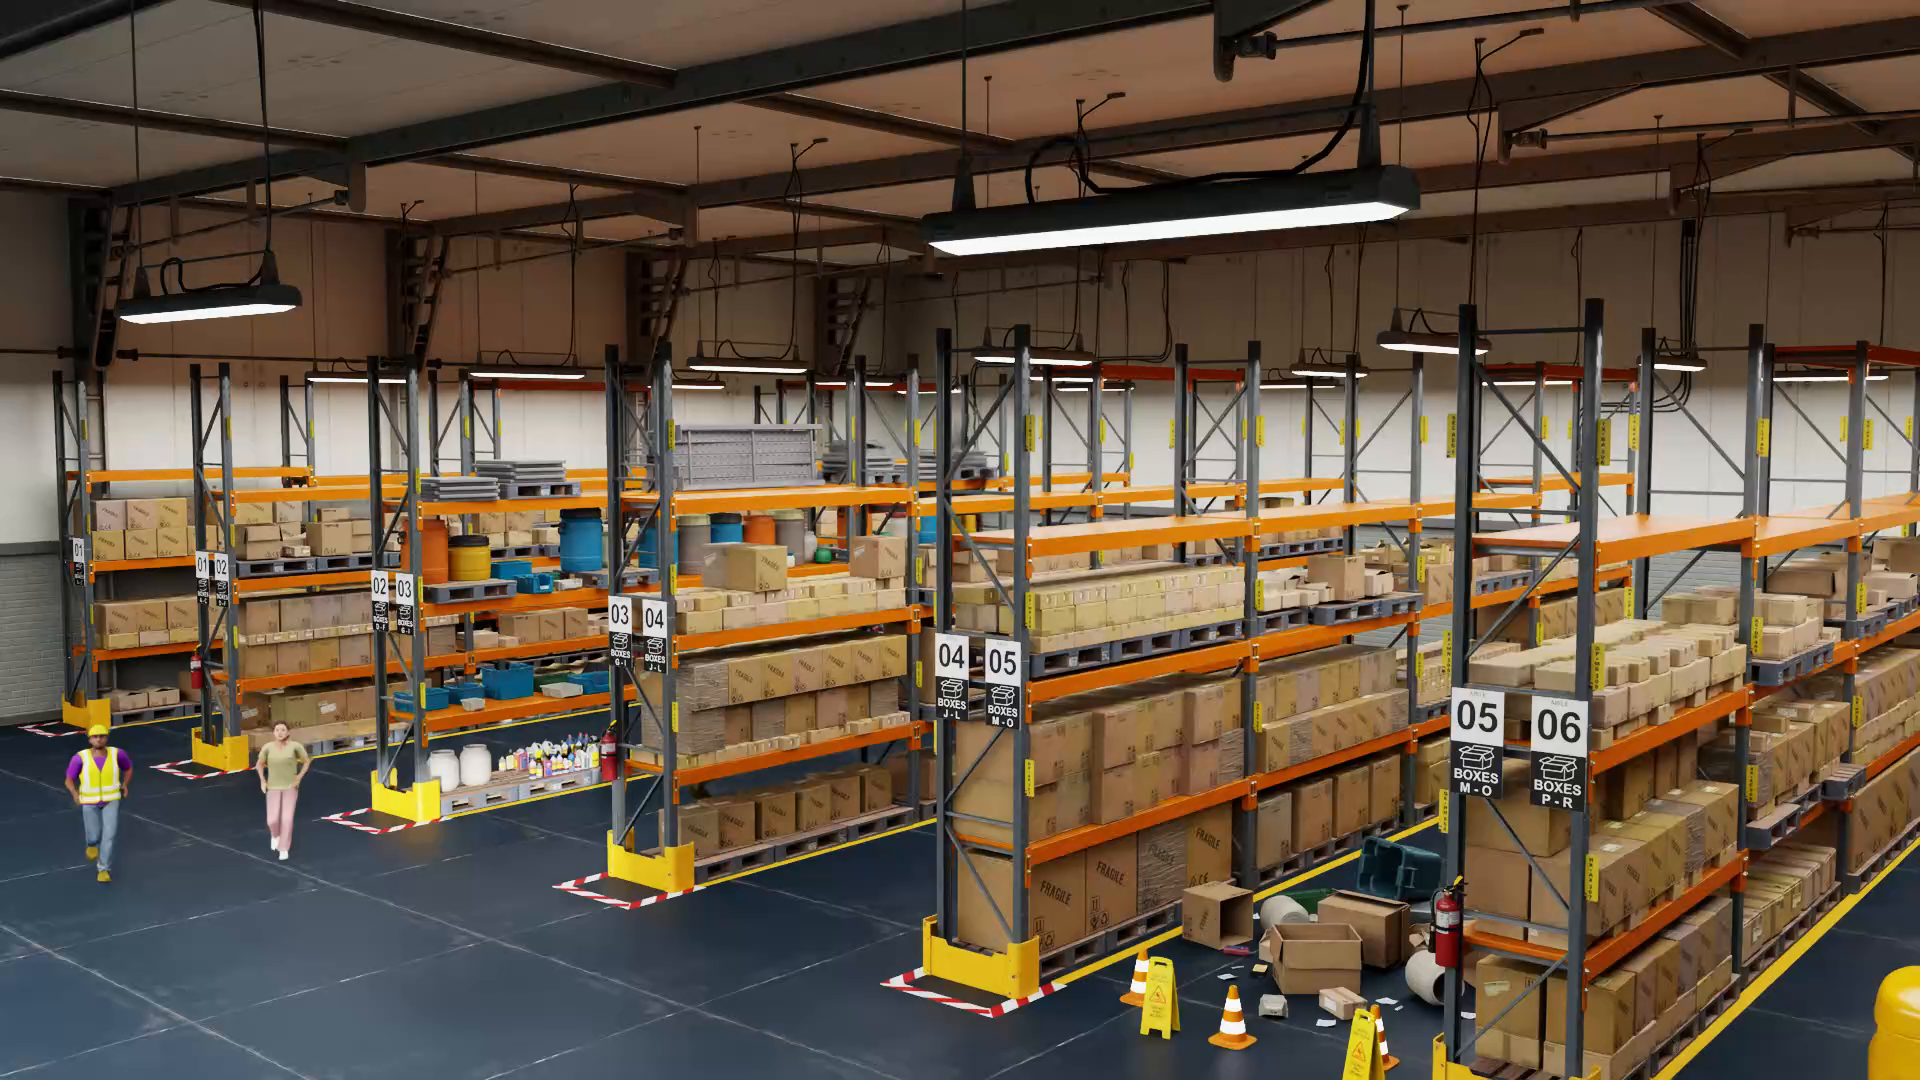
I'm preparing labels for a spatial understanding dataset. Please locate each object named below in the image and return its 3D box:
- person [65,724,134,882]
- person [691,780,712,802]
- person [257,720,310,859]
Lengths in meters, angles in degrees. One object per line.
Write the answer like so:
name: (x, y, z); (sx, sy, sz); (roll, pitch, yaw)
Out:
person: (-9.707, 2.944, 18.800); (0.698, 1.735, 0.787); (-3, 5, -31)
person: (-3.258, 2.784, 20.859); (0.693, 1.768, 0.679); (3, 5, 36)
person: (-7.985, 2.934, 19.642); (0.593, 1.638, 0.526); (-1, 4, -19)
